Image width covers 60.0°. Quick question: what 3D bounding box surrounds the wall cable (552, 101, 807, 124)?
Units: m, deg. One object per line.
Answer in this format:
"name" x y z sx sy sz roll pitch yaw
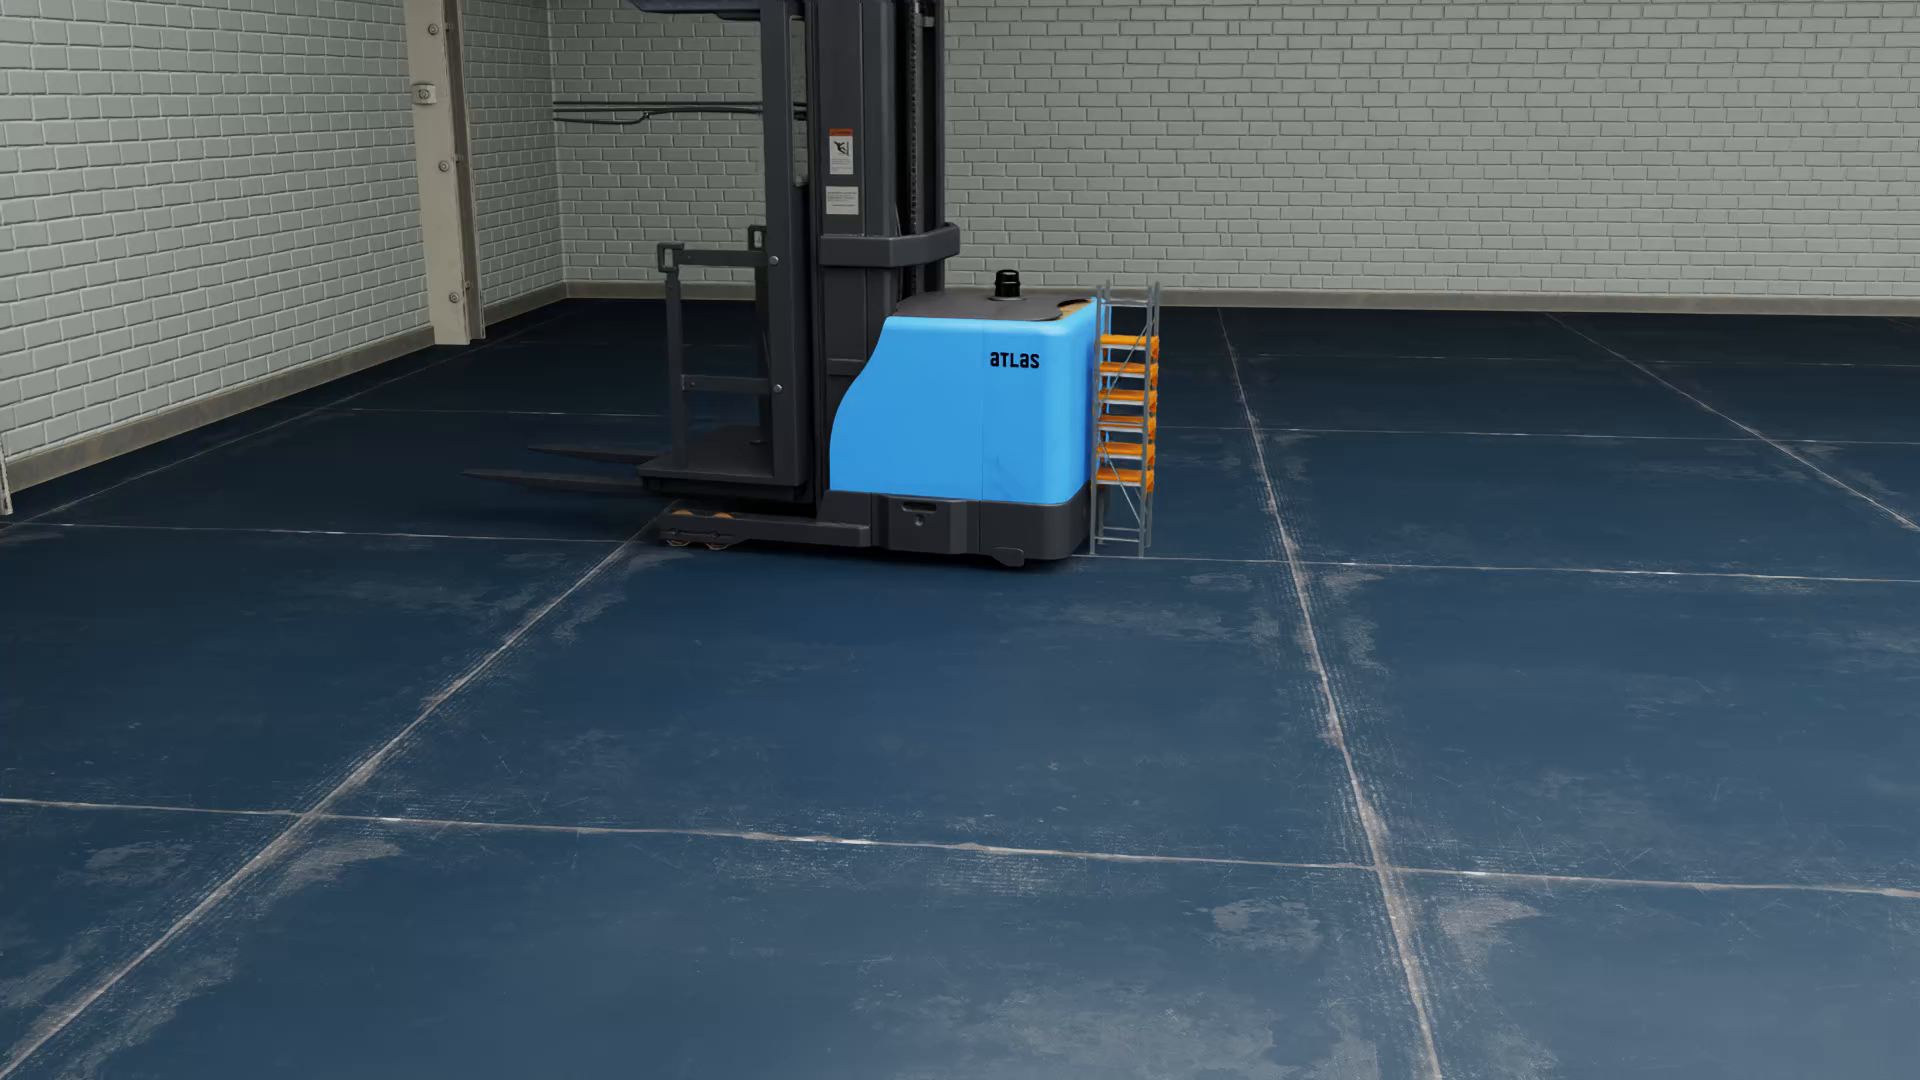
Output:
"wall cable" -2.497 -5.216 15.660 3.097 2.526 0.112 2 15 6

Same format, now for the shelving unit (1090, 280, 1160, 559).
"shelving unit" 0.723 -0.526 7.306 0.258 1.200 0.189 5 16 16

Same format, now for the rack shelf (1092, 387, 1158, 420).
"rack shelf" 0.723 -0.599 7.287 0.258 0.103 0.180 5 16 16

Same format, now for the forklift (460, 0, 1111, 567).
"forklift" -0.862 -1.495 7.576 3.031 2.935 1.130 4 16 16

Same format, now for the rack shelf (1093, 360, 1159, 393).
"rack shelf" 0.724 -0.715 7.255 0.258 0.103 0.180 5 16 16

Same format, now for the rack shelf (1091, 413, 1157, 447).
"rack shelf" 0.722 -0.483 7.318 0.258 0.103 0.180 5 16 16

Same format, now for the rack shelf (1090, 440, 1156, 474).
"rack shelf" 0.722 -0.368 7.350 0.258 0.103 0.180 5 16 16

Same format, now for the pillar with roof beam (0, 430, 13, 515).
"pillar with roof beam" -0.543 -4.307 6.349 9.100 9.000 0.400 2 15 6

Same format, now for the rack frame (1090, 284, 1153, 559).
"rack frame" 0.697 -0.503 7.222 0.240 1.200 0.006 5 16 16

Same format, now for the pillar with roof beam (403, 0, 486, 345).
"pillar with roof beam" 0.134 -5.863 12.104 9.100 9.000 0.400 2 15 6

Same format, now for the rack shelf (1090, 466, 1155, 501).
"rack shelf" 0.721 -0.252 7.381 0.258 0.103 0.180 5 16 16

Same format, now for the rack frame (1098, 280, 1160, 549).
"rack frame" 0.748 -0.549 7.391 0.240 1.200 0.006 5 16 16

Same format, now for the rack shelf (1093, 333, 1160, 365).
"rack shelf" 0.724 -0.831 7.224 0.258 0.103 0.180 5 16 16
